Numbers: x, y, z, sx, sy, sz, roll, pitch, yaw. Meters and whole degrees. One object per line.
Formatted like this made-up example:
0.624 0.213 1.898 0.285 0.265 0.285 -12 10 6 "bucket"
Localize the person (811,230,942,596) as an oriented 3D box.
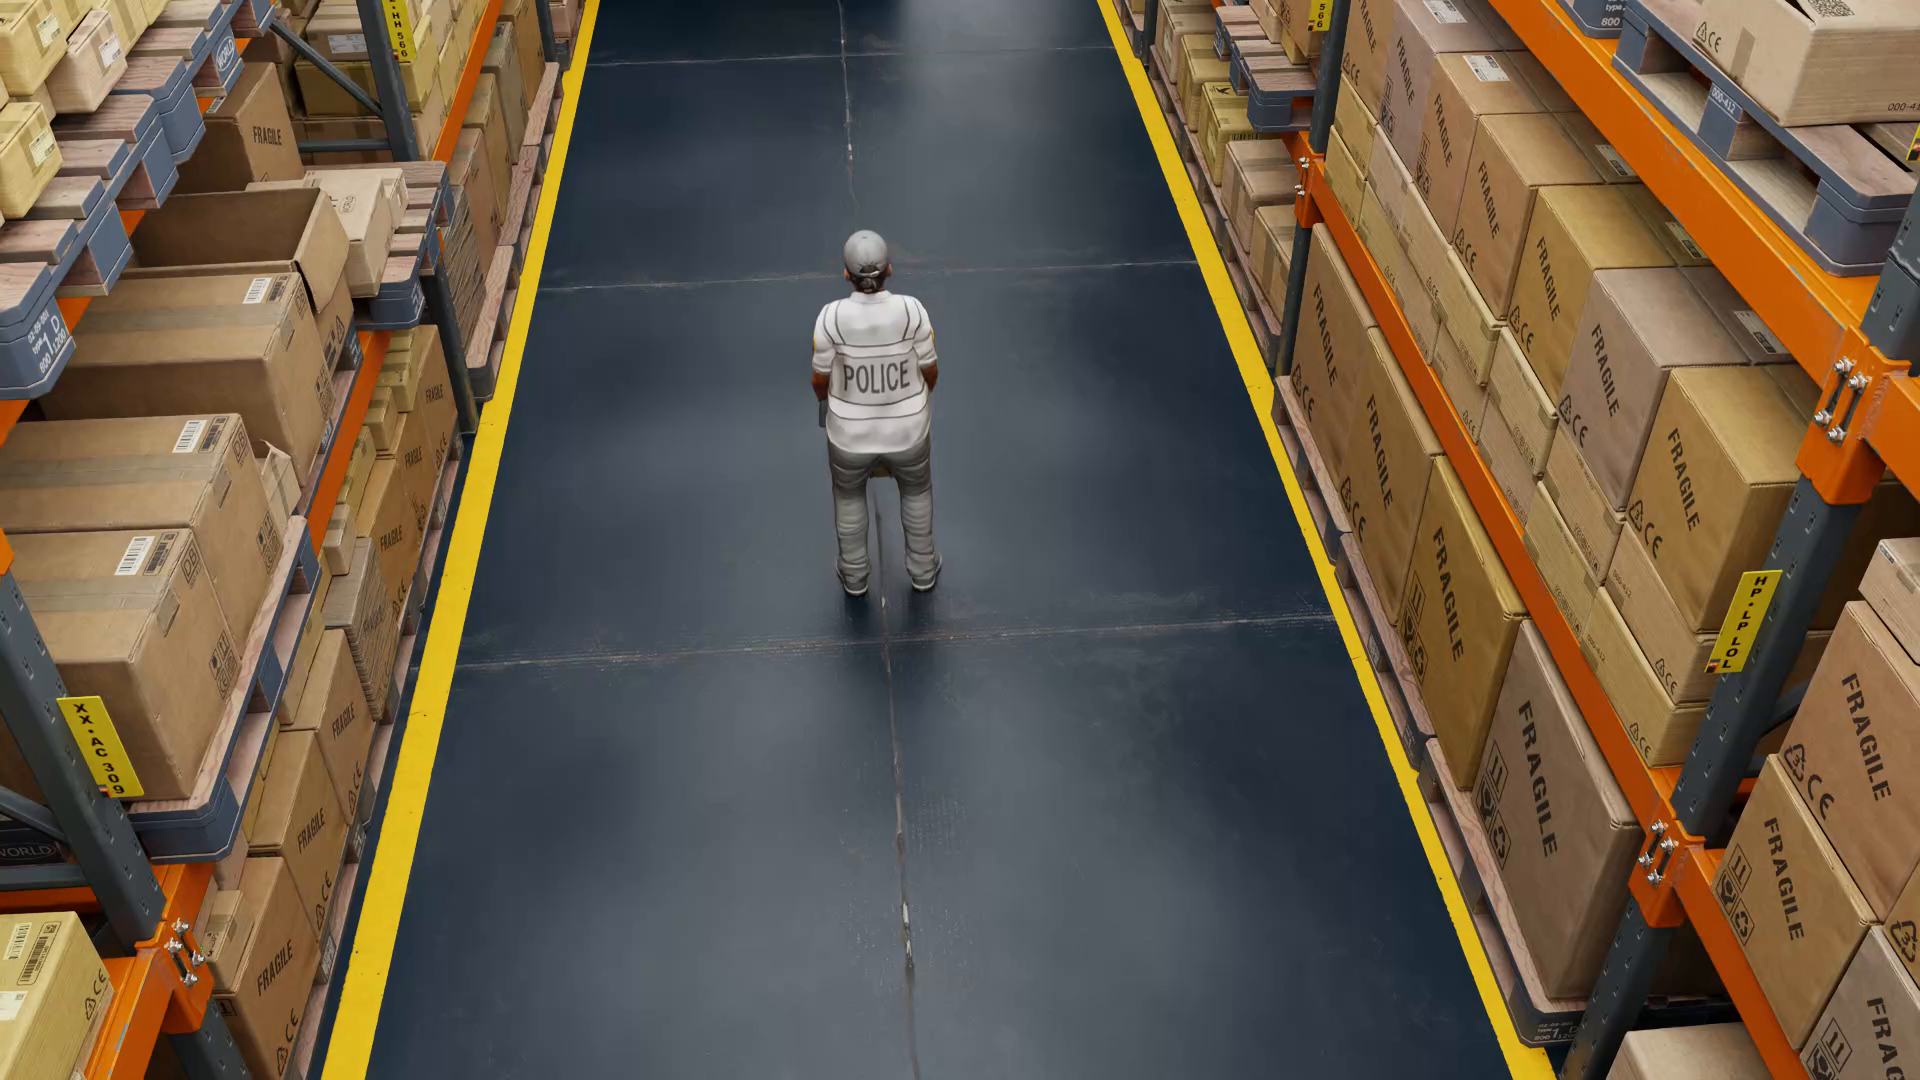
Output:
-0.329 -0.479 6.730 0.521 1.671 0.415 -4 40 -5 "person"
